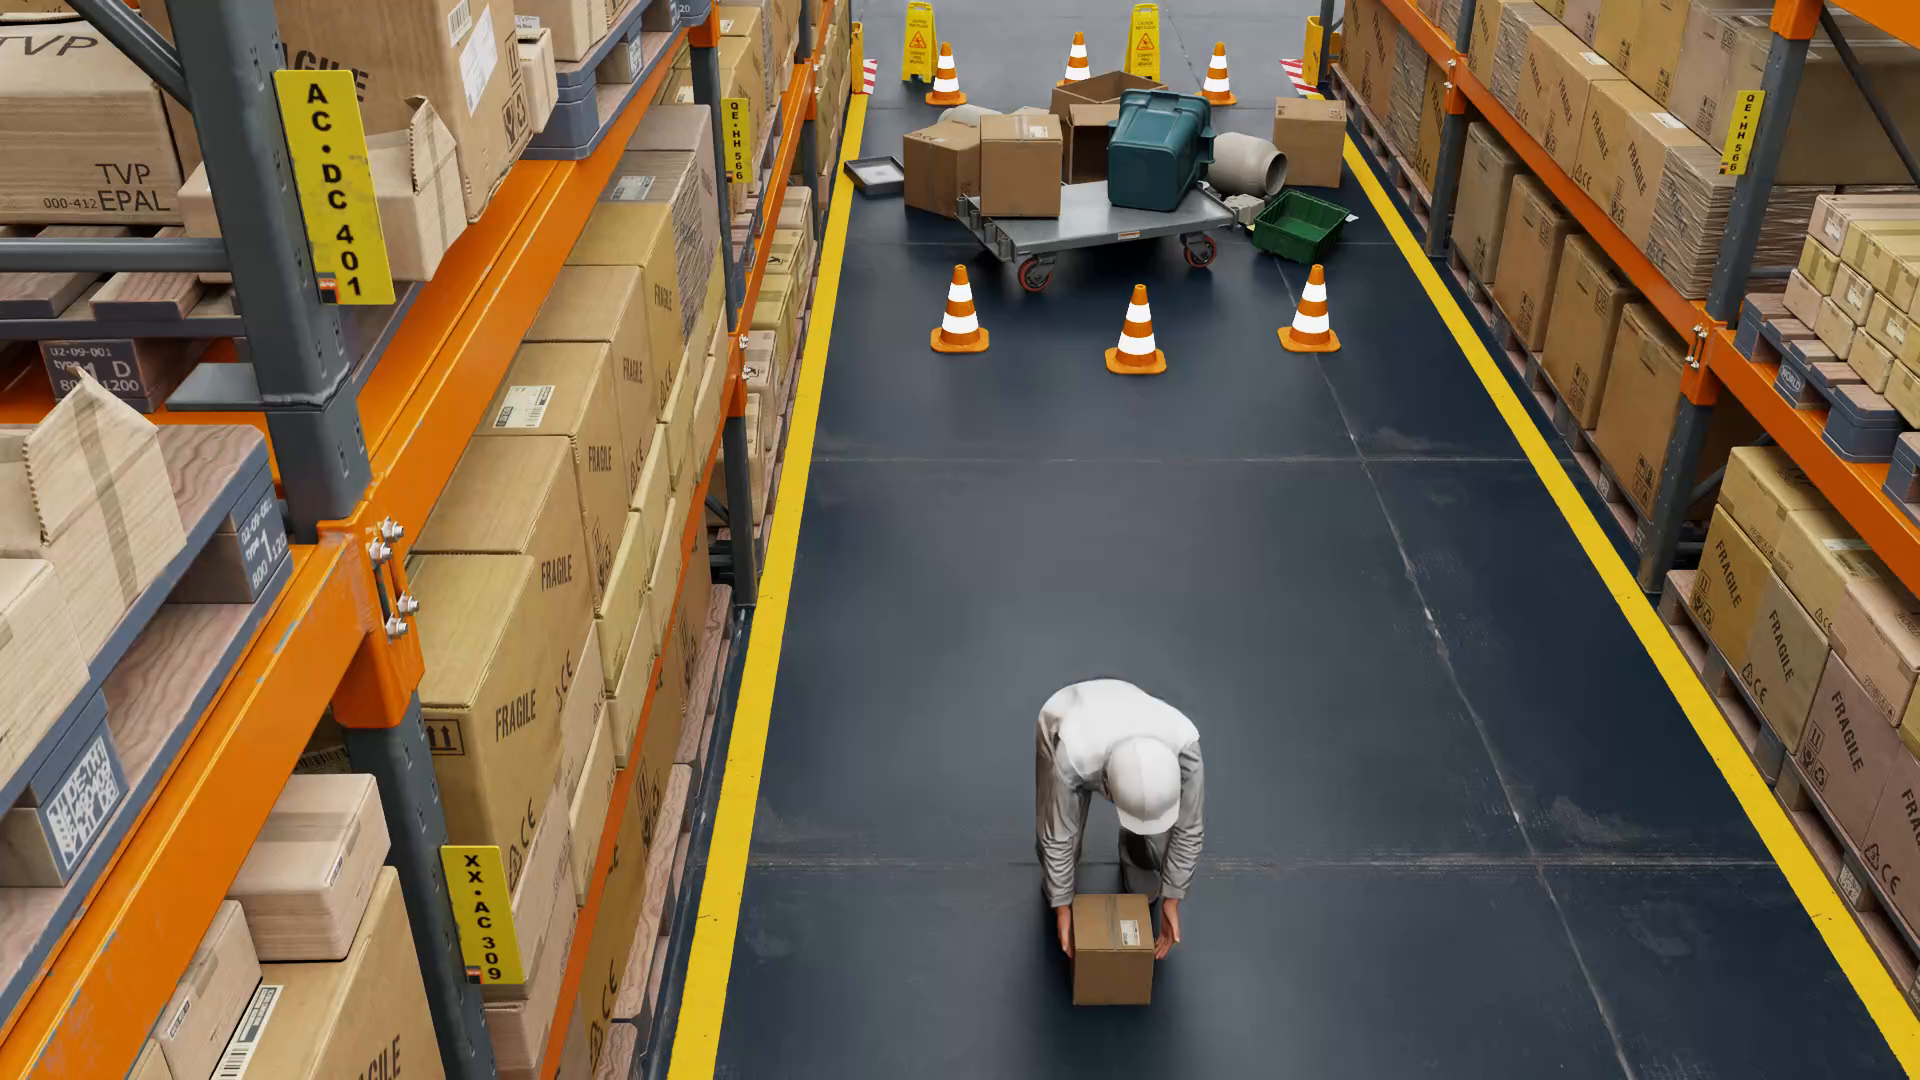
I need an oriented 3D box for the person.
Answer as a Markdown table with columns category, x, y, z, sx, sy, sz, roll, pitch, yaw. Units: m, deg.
| category | x | y | z | sx | sy | sz | roll | pitch | yaw |
| --- | --- | --- | --- | --- | --- | --- | --- | --- | --- |
| person | 0.515 | 0.853 | 5.493 | 0.537 | 0.961 | 0.908 | 0 | 31 | 0 |
